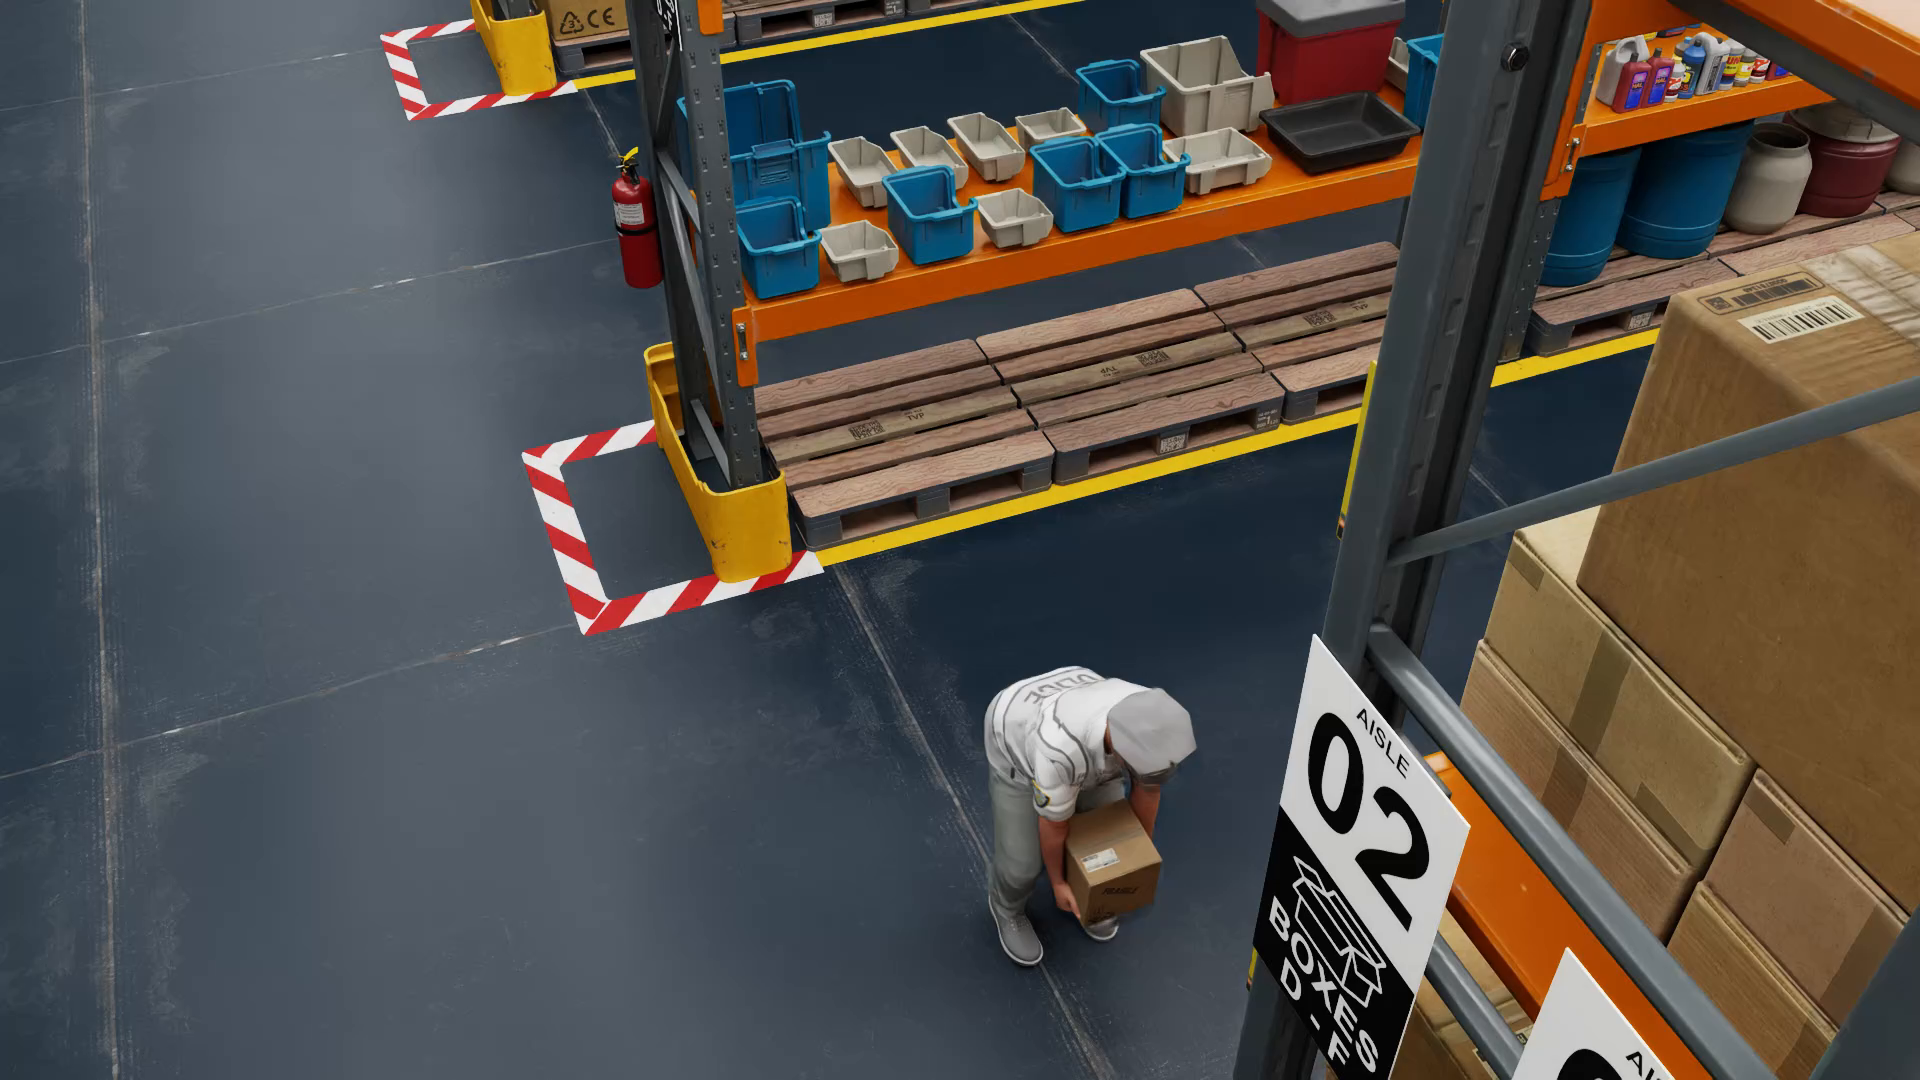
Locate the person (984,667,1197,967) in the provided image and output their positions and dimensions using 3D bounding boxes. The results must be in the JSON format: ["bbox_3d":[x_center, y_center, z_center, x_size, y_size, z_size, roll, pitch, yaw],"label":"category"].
[{"bbox_3d":[0.396,0.882,5.330,0.487,1.529,0.860,-16,44,-18],"label":"person"}]
